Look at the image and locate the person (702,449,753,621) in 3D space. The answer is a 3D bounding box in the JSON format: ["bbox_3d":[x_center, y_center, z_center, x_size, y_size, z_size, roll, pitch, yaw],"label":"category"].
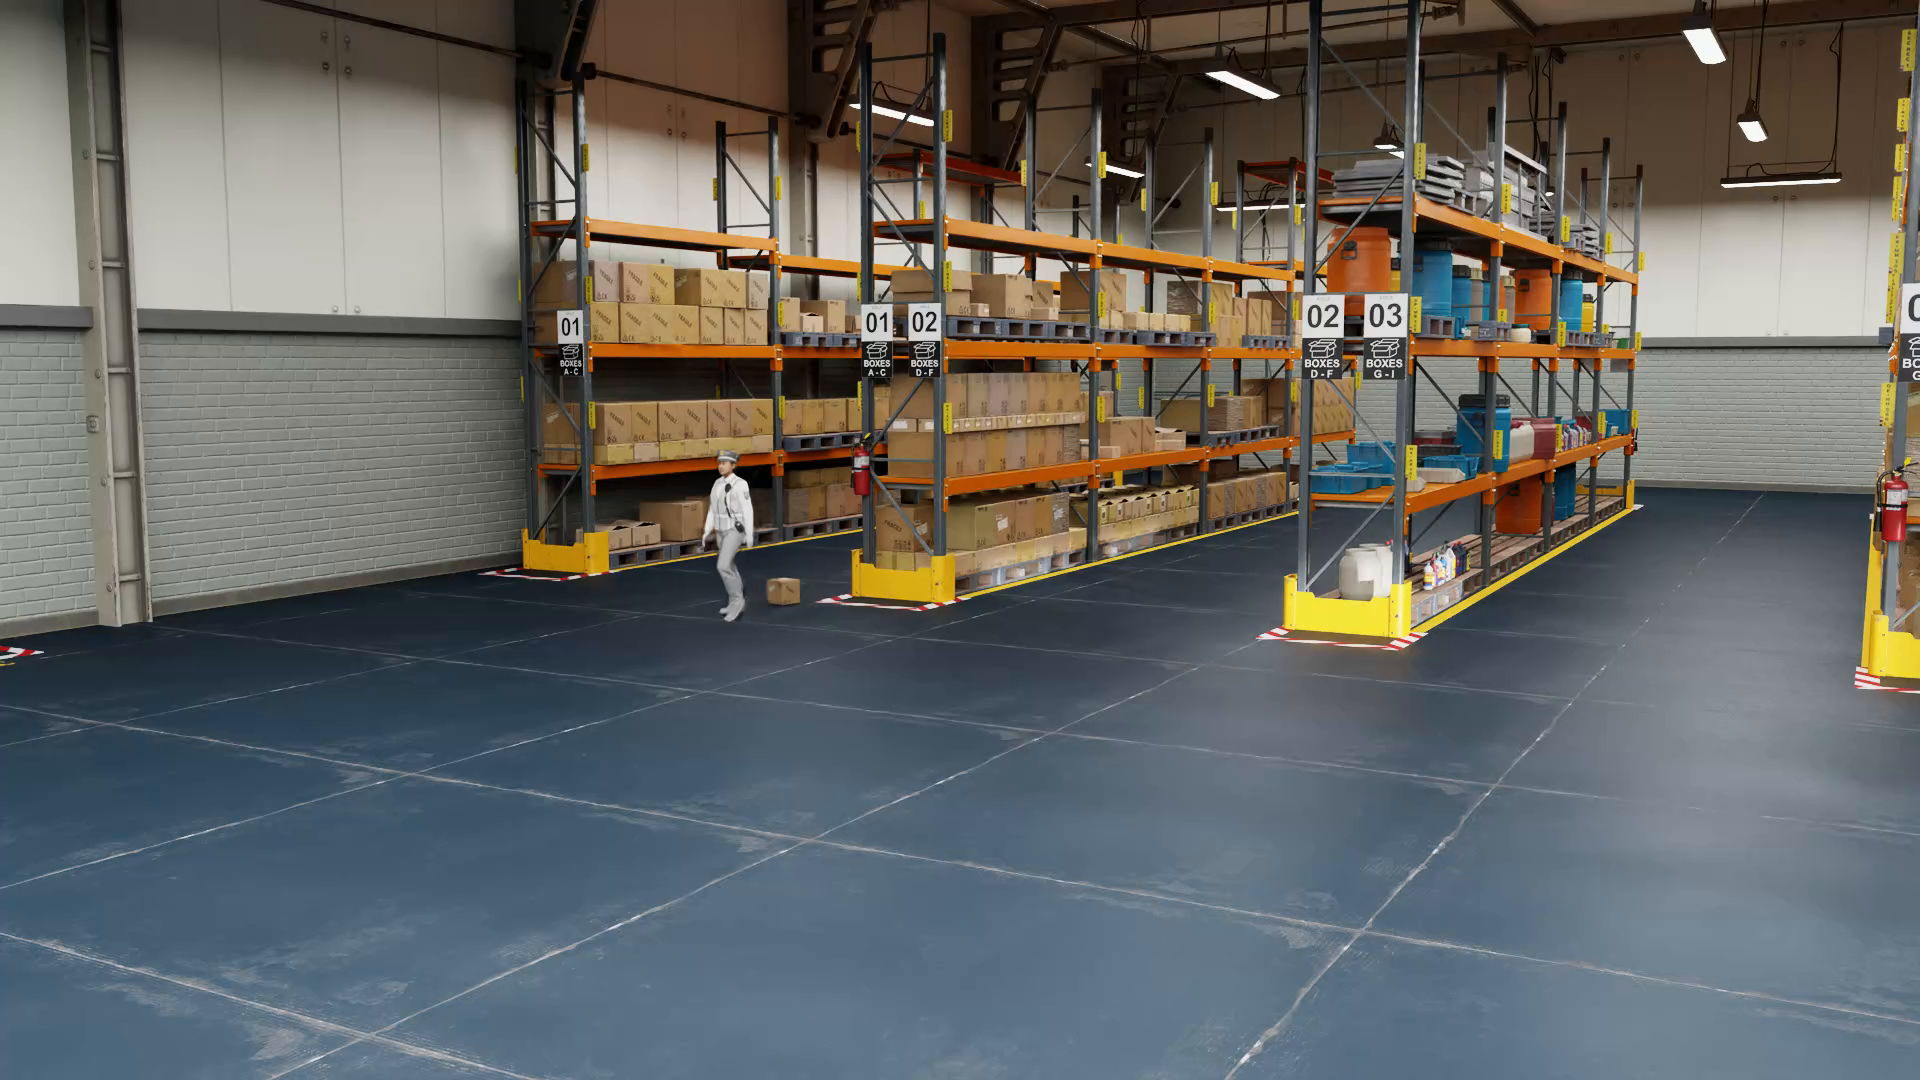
[{"bbox_3d":[-2.323,-0.050,16.688,0.478,1.731,0.487,-6,8,-44],"label":"person"}]
